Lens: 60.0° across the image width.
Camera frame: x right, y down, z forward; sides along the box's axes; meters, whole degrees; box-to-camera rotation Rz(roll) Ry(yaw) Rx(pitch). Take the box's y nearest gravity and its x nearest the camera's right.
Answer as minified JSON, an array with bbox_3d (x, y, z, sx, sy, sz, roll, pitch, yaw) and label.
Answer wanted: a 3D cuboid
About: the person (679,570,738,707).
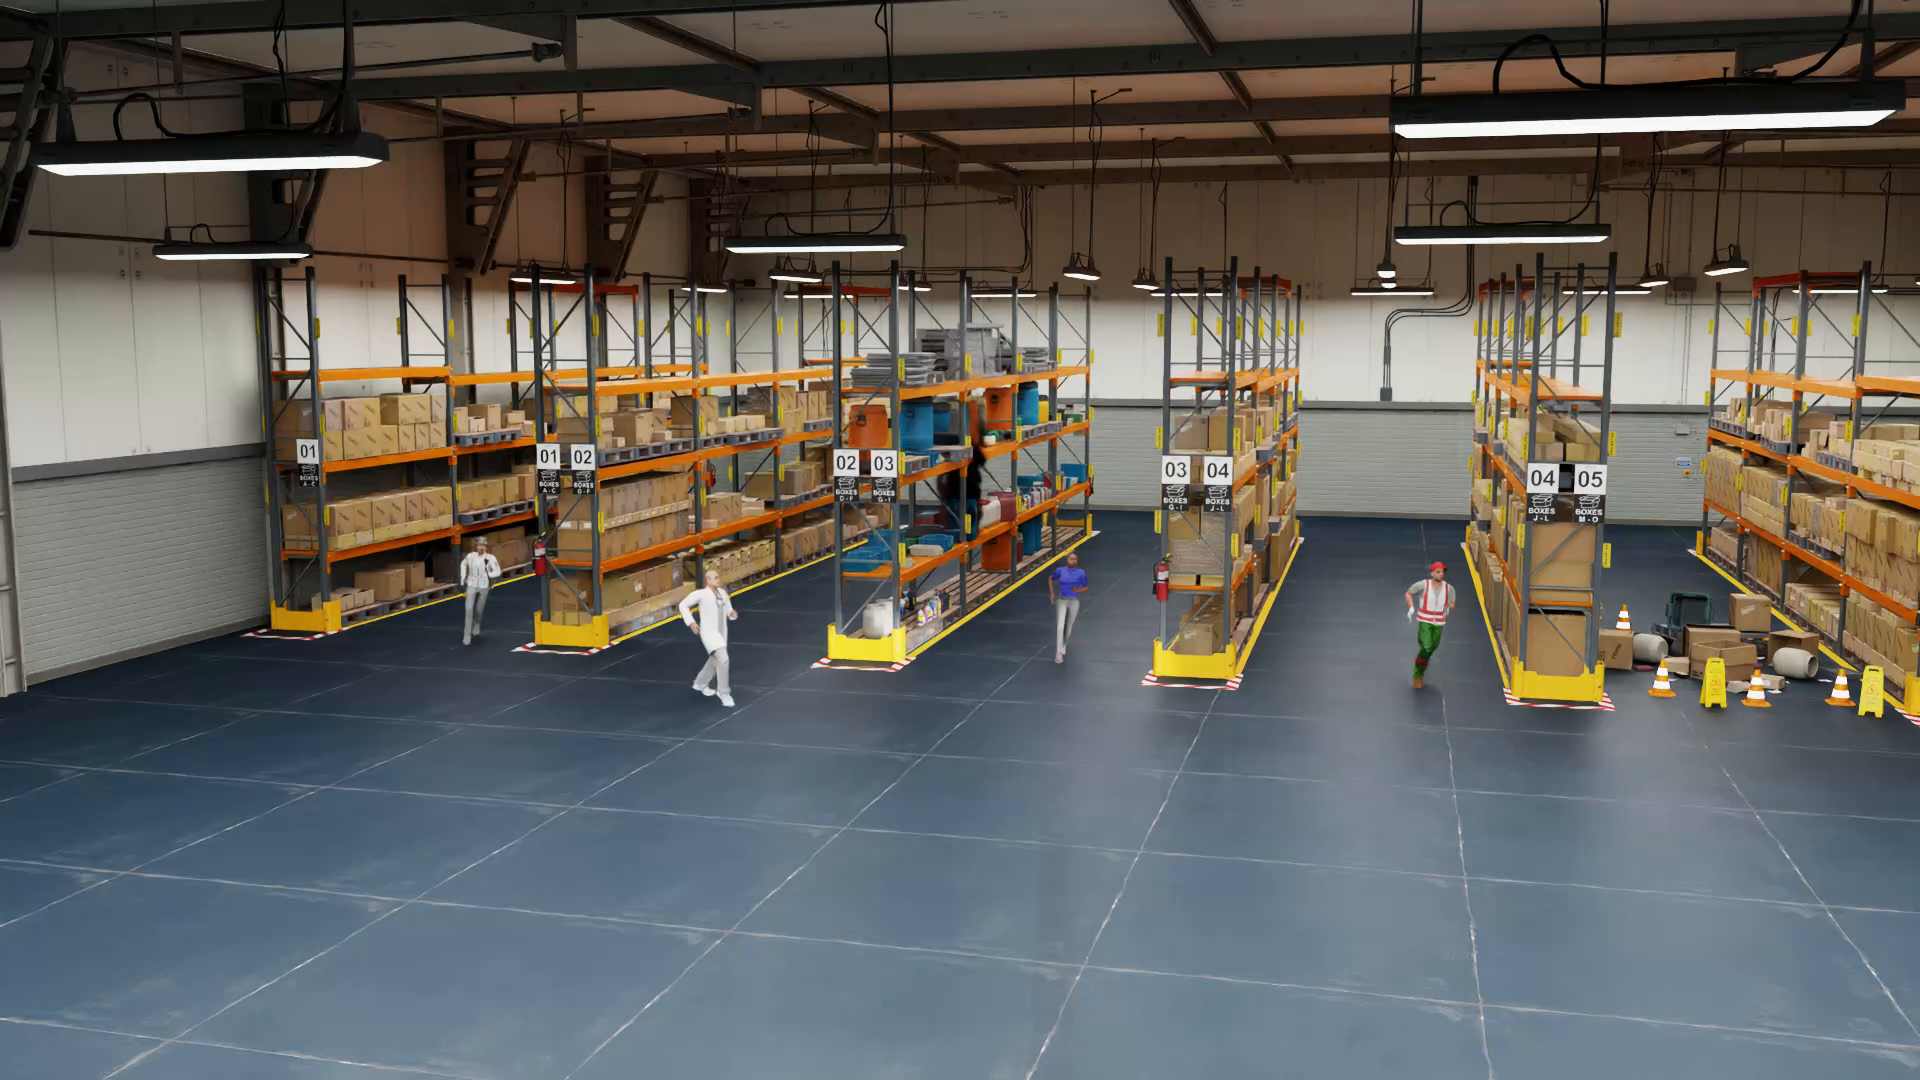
[{"bbox_3d":[-3.317,1.309,22.345,0.840,1.809,0.720,5,9,33],"label":"person"}]

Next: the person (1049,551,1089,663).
[{"bbox_3d":[1.647,0.990,25.002,0.593,1.618,0.963,0,7,-2],"label":"person"}]

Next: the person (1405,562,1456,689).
[{"bbox_3d":[6.617,1.191,23.344,0.659,1.801,0.737,-1,7,-4],"label":"person"}]

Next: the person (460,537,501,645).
[{"bbox_3d":[-7.685,0.771,26.669,0.646,1.677,0.962,-1,7,-11],"label":"person"}]
